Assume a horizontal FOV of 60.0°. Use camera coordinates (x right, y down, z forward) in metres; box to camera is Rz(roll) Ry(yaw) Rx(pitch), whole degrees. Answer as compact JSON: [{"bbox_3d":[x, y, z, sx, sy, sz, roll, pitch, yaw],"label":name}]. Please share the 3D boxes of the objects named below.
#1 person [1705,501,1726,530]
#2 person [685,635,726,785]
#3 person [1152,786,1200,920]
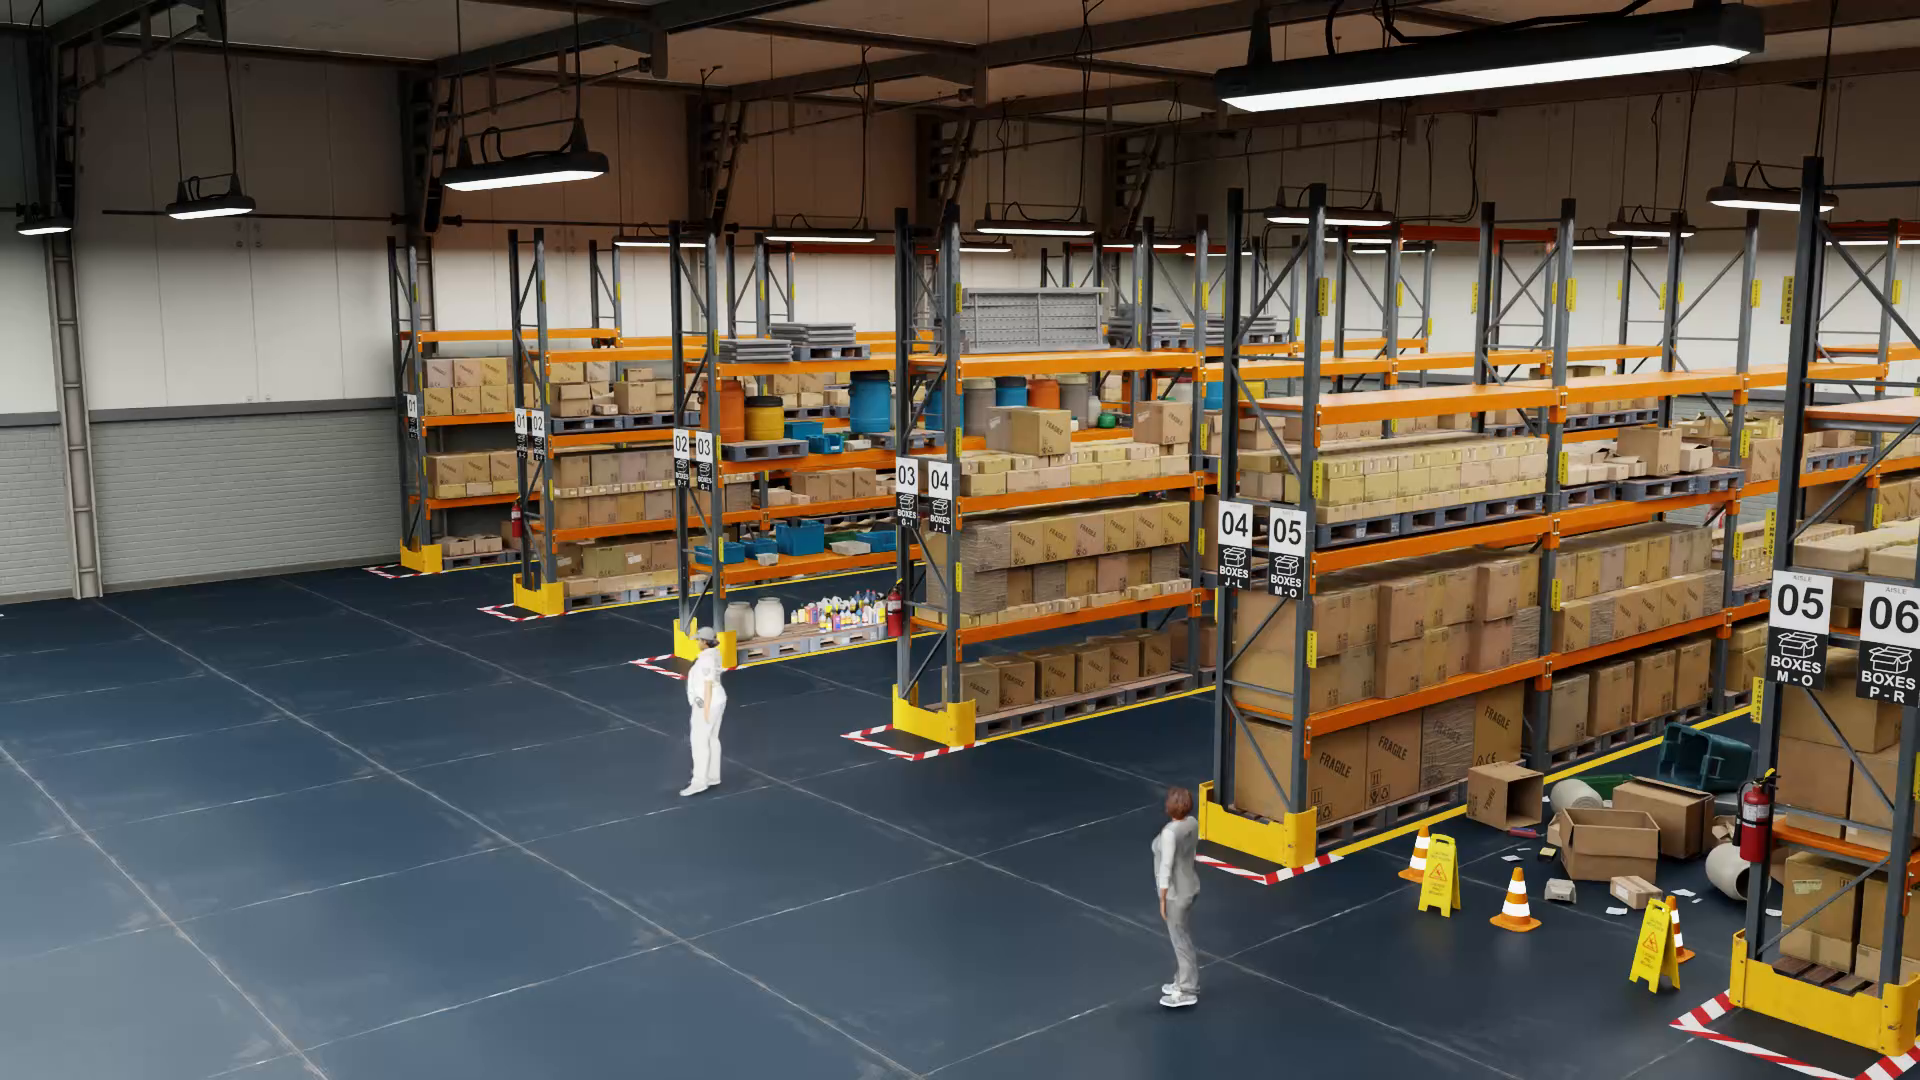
[{"bbox_3d":[12.380,0.104,27.275,1.051,1.735,0.524,-8,12,-42],"label":"person"},{"bbox_3d":[-2.611,1.705,17.103,0.380,1.591,0.582,1,9,3],"label":"person"},{"bbox_3d":[1.557,2.220,11.941,0.331,0.935,0.487,3,9,21],"label":"person"}]
